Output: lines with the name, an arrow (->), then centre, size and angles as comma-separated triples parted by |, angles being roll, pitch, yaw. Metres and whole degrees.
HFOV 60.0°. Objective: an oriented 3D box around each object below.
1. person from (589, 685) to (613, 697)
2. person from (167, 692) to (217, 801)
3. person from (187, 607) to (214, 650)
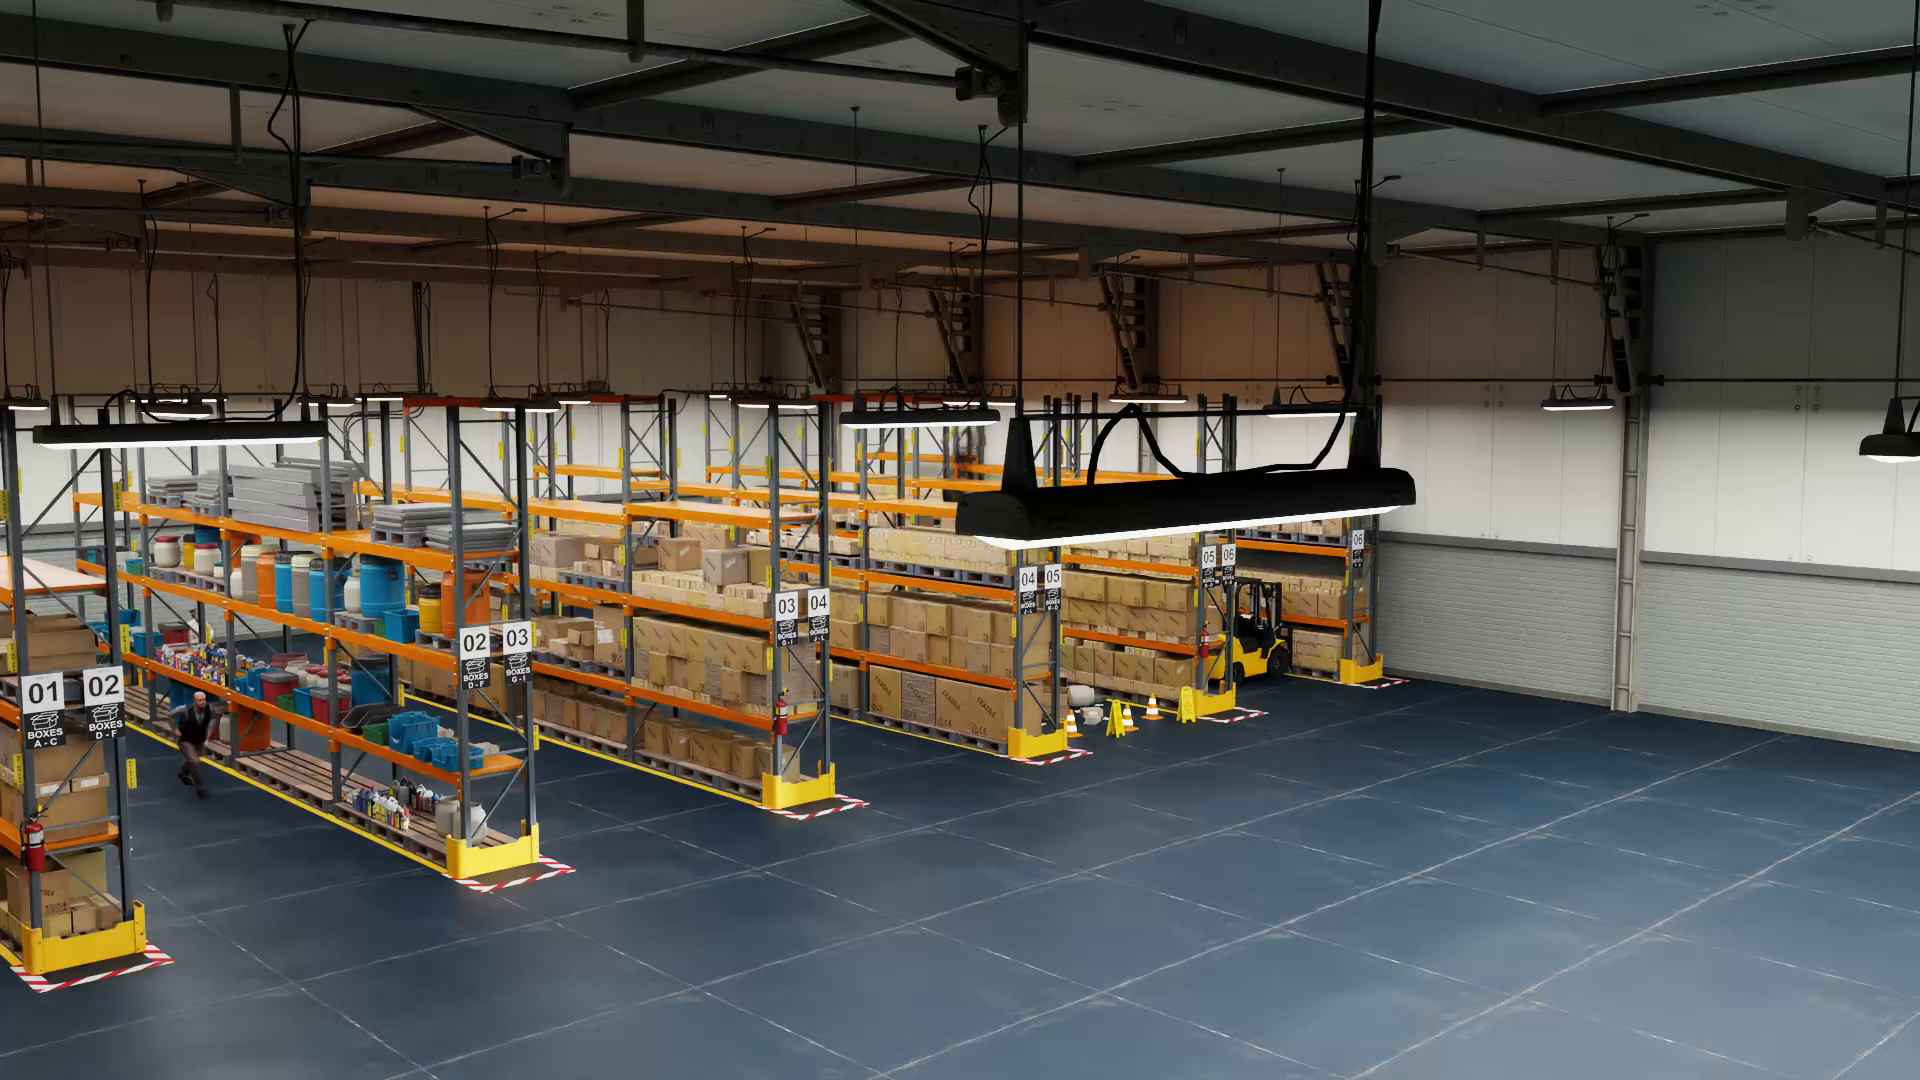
person -> -6.935, 2.431, 32.089 | 0.581, 1.694, 0.765 | -4, 7, -38
person -> -11.702, 3.095, 25.287 | 1.008, 1.676, 0.697 | 5, 8, 44
person -> -15.691, 2.210, 34.246 | 0.682, 1.681, 0.672 | 2, 6, 23
